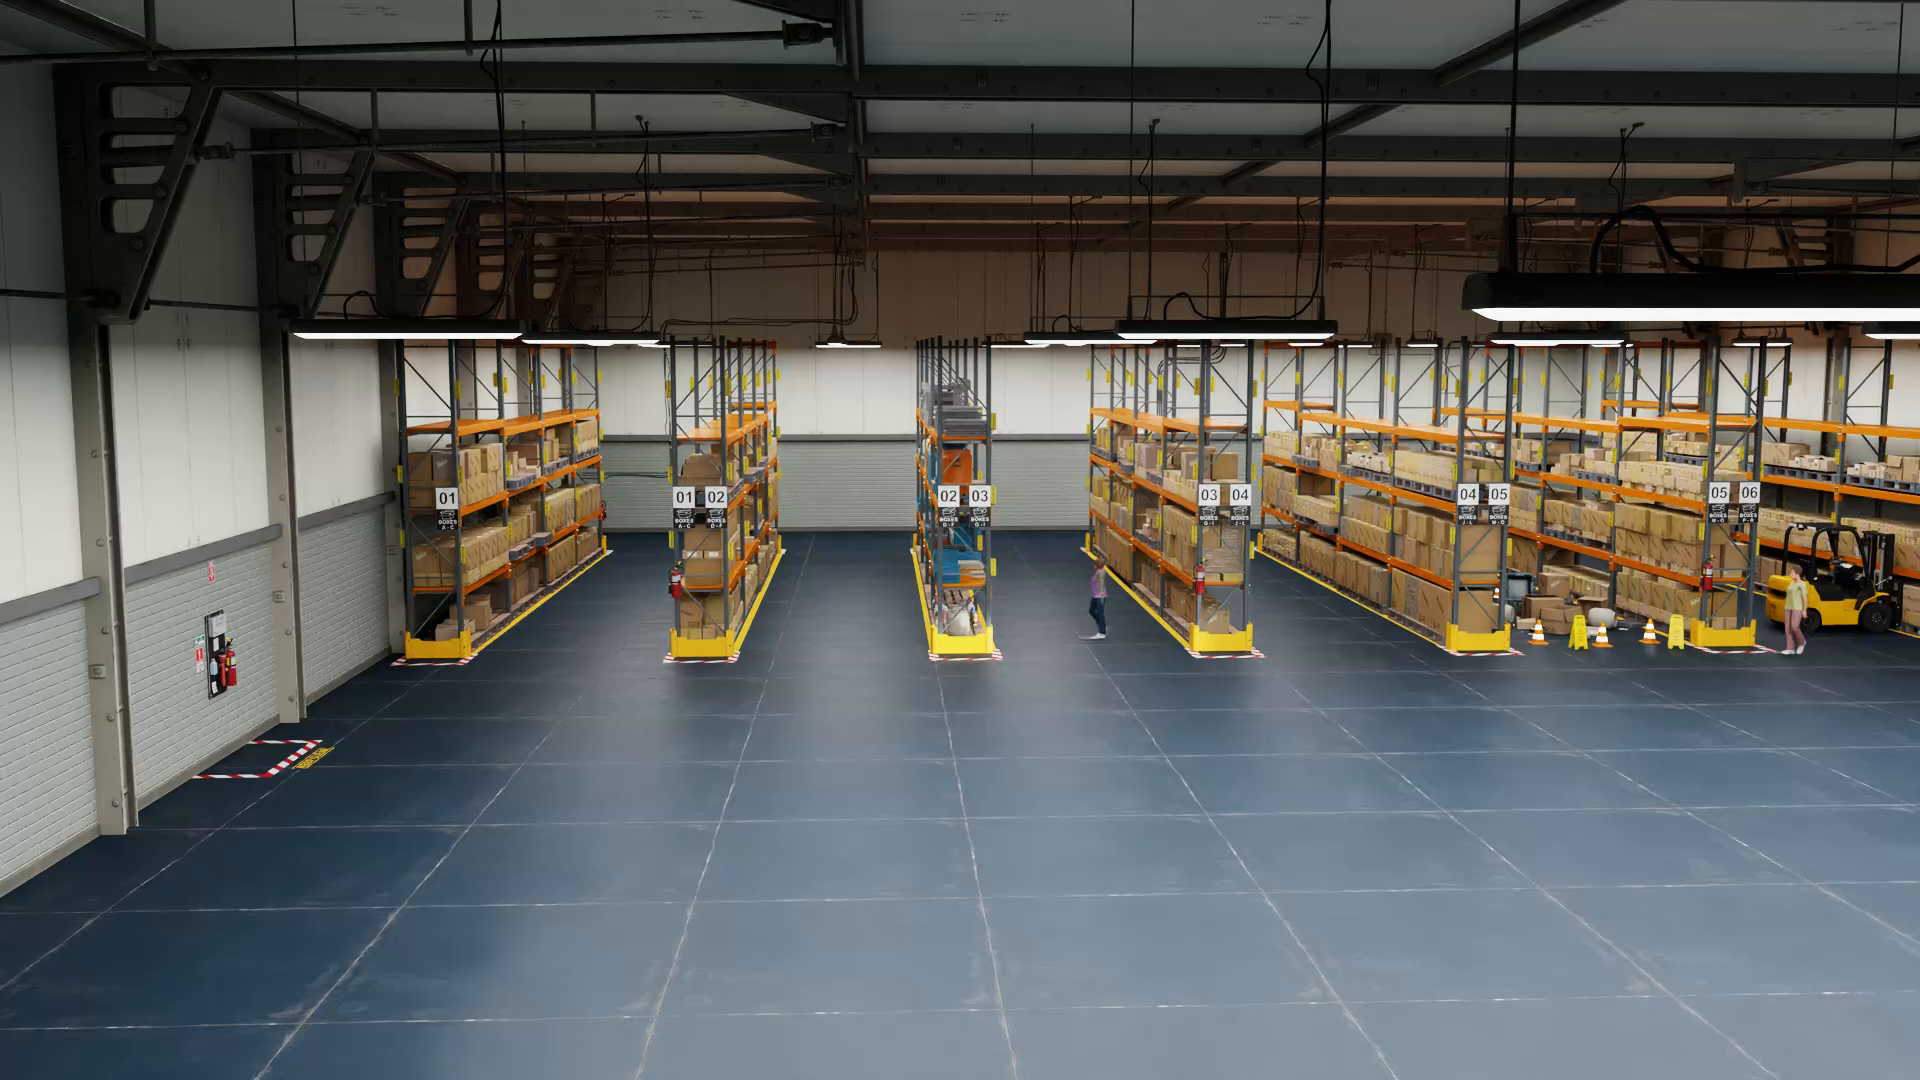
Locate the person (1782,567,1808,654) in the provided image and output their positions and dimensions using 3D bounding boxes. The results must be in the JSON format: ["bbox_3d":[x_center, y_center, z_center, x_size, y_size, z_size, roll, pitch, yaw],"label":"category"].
[{"bbox_3d":[15.711,1.330,31.268,0.470,1.669,0.453,-4,8,-32],"label":"person"}]

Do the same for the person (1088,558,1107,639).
[{"bbox_3d":[2.774,1.153,33.200,0.357,1.609,0.449,-1,7,-11],"label":"person"}]
